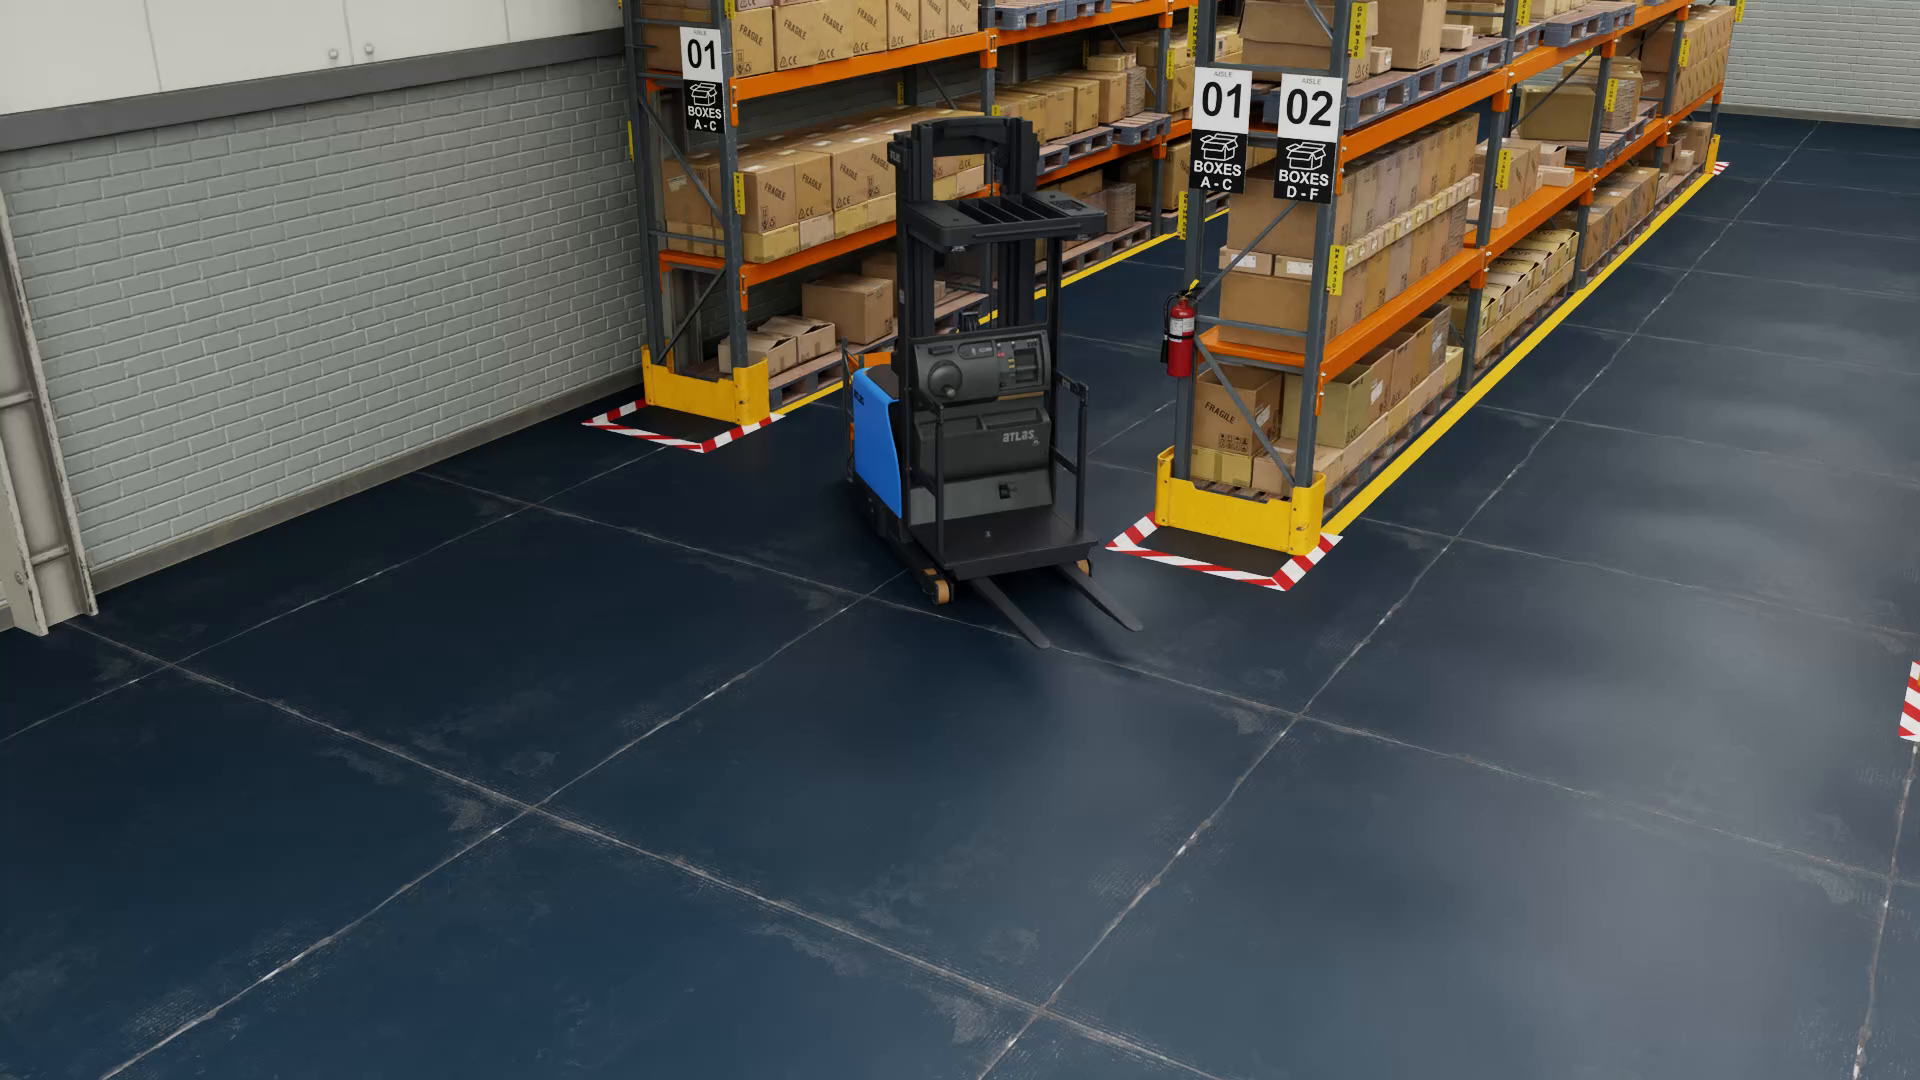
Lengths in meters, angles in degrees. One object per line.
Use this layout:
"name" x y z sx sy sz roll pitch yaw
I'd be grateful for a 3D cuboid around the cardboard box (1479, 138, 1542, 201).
"cardboard box" 5.334 -3.622 16.214 0.500 0.500 0.500 12 26 26

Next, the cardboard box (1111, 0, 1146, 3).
"cardboard box" 1.844 -6.228 18.671 0.500 0.311 0.500 14 27 29

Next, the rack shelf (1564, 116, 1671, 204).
"rack shelf" 7.260 -4.490 19.252 1.077 0.370 4.000 14 27 29

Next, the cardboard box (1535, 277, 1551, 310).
"cardboard box" 5.598 -2.504 16.691 0.500 0.250 0.500 15 27 30

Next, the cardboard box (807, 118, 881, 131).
"cardboard box" -1.085 -3.661 15.651 0.500 0.500 0.500 15 27 30

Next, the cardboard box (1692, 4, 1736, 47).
"cardboard box" 10.424 -7.142 23.089 0.500 0.500 0.500 14 27 29

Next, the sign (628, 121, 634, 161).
"sign" -2.686 -3.282 13.700 0.100 0.325 0.005 14 27 29

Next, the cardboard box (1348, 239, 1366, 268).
"cardboard box" 2.645 -2.050 11.767 0.380 0.149 0.250 14 27 29

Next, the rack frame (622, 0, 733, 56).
"rack frame" -2.226 -5.235 12.516 1.000 3.000 0.127 14 27 29

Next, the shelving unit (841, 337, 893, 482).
"shelving unit" -0.310 -0.975 12.586 1.048 1.125 0.538 -8 25 -18

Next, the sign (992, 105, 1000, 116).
"sign" 0.349 -4.118 16.398 0.100 0.325 0.005 14 27 29

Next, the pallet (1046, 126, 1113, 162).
"pallet" 0.985 -4.418 18.420 1.003 0.211 1.213 14 27 29

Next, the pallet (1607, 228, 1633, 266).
"pallet" 7.275 -3.520 19.615 1.003 0.211 1.213 14 27 29

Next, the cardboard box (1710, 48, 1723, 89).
"cardboard box" 10.149 -6.507 22.880 0.500 0.500 0.500 14 27 29

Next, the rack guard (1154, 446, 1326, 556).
"rack guard" 1.972 -0.290 11.791 1.175 0.500 0.348 14 27 29

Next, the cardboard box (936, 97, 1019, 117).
"cardboard box" 0.182 -4.245 17.100 0.700 0.500 0.500 14 27 29

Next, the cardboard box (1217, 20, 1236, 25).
"cardboard box" 3.370 -6.789 22.188 0.500 0.250 0.500 14 27 30

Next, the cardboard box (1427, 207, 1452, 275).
"cardboard box" 3.593 -2.511 13.649 0.700 0.500 0.500 14 27 28

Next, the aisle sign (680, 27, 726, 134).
"aisle sign" -2.009 -3.588 12.990 0.394 0.787 0.004 14 27 29

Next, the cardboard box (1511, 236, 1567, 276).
"cardboard box" 5.869 -2.929 16.966 0.500 0.311 0.500 13 27 28

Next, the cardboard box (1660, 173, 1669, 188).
"cardboard box" 9.168 -4.788 22.046 0.380 0.166 0.250 14 27 29

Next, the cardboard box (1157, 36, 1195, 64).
"cardboard box" 2.736 -5.999 20.362 0.500 0.250 0.500 13 27 28

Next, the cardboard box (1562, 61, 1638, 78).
"cardboard box" 7.566 -5.376 19.738 0.700 0.500 0.500 19 30 37

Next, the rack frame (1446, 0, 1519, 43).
"rack frame" 4.095 -5.549 13.240 1.000 3.000 0.127 14 27 29

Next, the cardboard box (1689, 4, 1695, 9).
"cardboard box" 9.967 -7.256 23.351 0.500 0.500 0.500 15 27 31

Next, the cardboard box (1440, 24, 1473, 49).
"cardboard box" 3.691 -3.849 12.702 0.380 0.149 0.250 14 27 29

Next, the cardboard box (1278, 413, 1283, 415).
"cardboard box" 2.533 -0.960 13.123 0.500 0.250 0.500 14 27 29

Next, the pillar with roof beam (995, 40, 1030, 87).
"pillar with roof beam" 4.231 -6.776 16.075 9.100 9.000 0.400 14 27 29

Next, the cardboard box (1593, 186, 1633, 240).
"cardboard box" 7.499 -3.817 19.385 0.500 0.500 0.500 13 27 27

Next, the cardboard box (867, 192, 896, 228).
"cardboard box" -0.894 -3.040 15.160 0.500 0.250 0.500 14 27 29

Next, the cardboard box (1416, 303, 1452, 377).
"cardboard box" 3.762 -1.702 13.894 0.500 0.500 0.500 14 27 29

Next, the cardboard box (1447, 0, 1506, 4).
"cardboard box" 4.454 -4.840 14.095 0.500 0.500 0.500 14 27 30

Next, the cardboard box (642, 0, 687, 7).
"cardboard box" -2.220 -4.573 13.353 0.500 0.500 0.500 15 28 31

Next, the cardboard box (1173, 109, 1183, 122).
"cardboard box" 2.505 -5.222 20.328 0.380 0.149 0.250 14 27 30

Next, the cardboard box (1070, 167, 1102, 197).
"cardboard box" 1.305 -4.148 19.205 0.500 0.250 0.500 14 27 30

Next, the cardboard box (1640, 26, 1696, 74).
"cardboard box" 8.802 -6.100 20.682 0.500 0.500 0.500 15 27 30

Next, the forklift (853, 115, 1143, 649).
"forklift" 0.231 -1.113 10.631 1.130 2.935 3.031 -9 25 -20

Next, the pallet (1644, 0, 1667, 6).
"pallet" 7.367 -6.230 18.826 1.213 0.211 1.003 14 27 29

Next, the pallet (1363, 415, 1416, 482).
"pallet" 2.997 -0.843 13.431 1.003 0.211 1.213 14 27 29

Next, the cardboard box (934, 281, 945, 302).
"cardboard box" -0.372 -2.547 16.871 0.380 0.166 0.250 10 25 22

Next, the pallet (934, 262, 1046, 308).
"pallet" 0.294 -2.816 17.988 1.003 0.211 1.213 14 27 29

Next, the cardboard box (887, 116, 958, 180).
"cardboard box" -0.361 -3.723 15.793 0.500 0.500 0.500 14 27 29

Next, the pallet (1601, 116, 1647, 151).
"pallet" 7.227 -4.715 19.107 1.003 0.211 1.213 14 27 29

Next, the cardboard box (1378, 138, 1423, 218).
"cardboard box" 3.072 -2.777 12.631 0.700 0.500 0.500 14 27 29

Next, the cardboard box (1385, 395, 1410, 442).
"cardboard box" 3.249 -1.017 13.255 0.500 0.250 0.500 14 27 29

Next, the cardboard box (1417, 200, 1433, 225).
"cardboard box" 3.462 -2.574 12.978 0.380 0.149 0.250 15 27 30

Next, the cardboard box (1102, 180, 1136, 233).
"cardboard box" 1.659 -3.983 19.768 0.700 0.500 0.500 14 27 30

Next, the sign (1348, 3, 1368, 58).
"sign" 2.453 -3.141 10.255 0.100 0.325 0.005 14 27 29

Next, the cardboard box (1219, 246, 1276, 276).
"cardboard box" 2.025 -1.958 11.555 0.380 0.149 0.250 13 27 28

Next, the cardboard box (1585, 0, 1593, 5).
"cardboard box" 6.013 -5.481 16.520 0.500 0.250 0.500 12 26 25

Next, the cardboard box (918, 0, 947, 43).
"cardboard box" -0.450 -4.874 15.306 0.500 0.500 0.500 11 26 25

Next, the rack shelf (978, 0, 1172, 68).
"rack shelf" 0.939 -5.554 17.933 1.077 0.370 4.000 14 27 29
